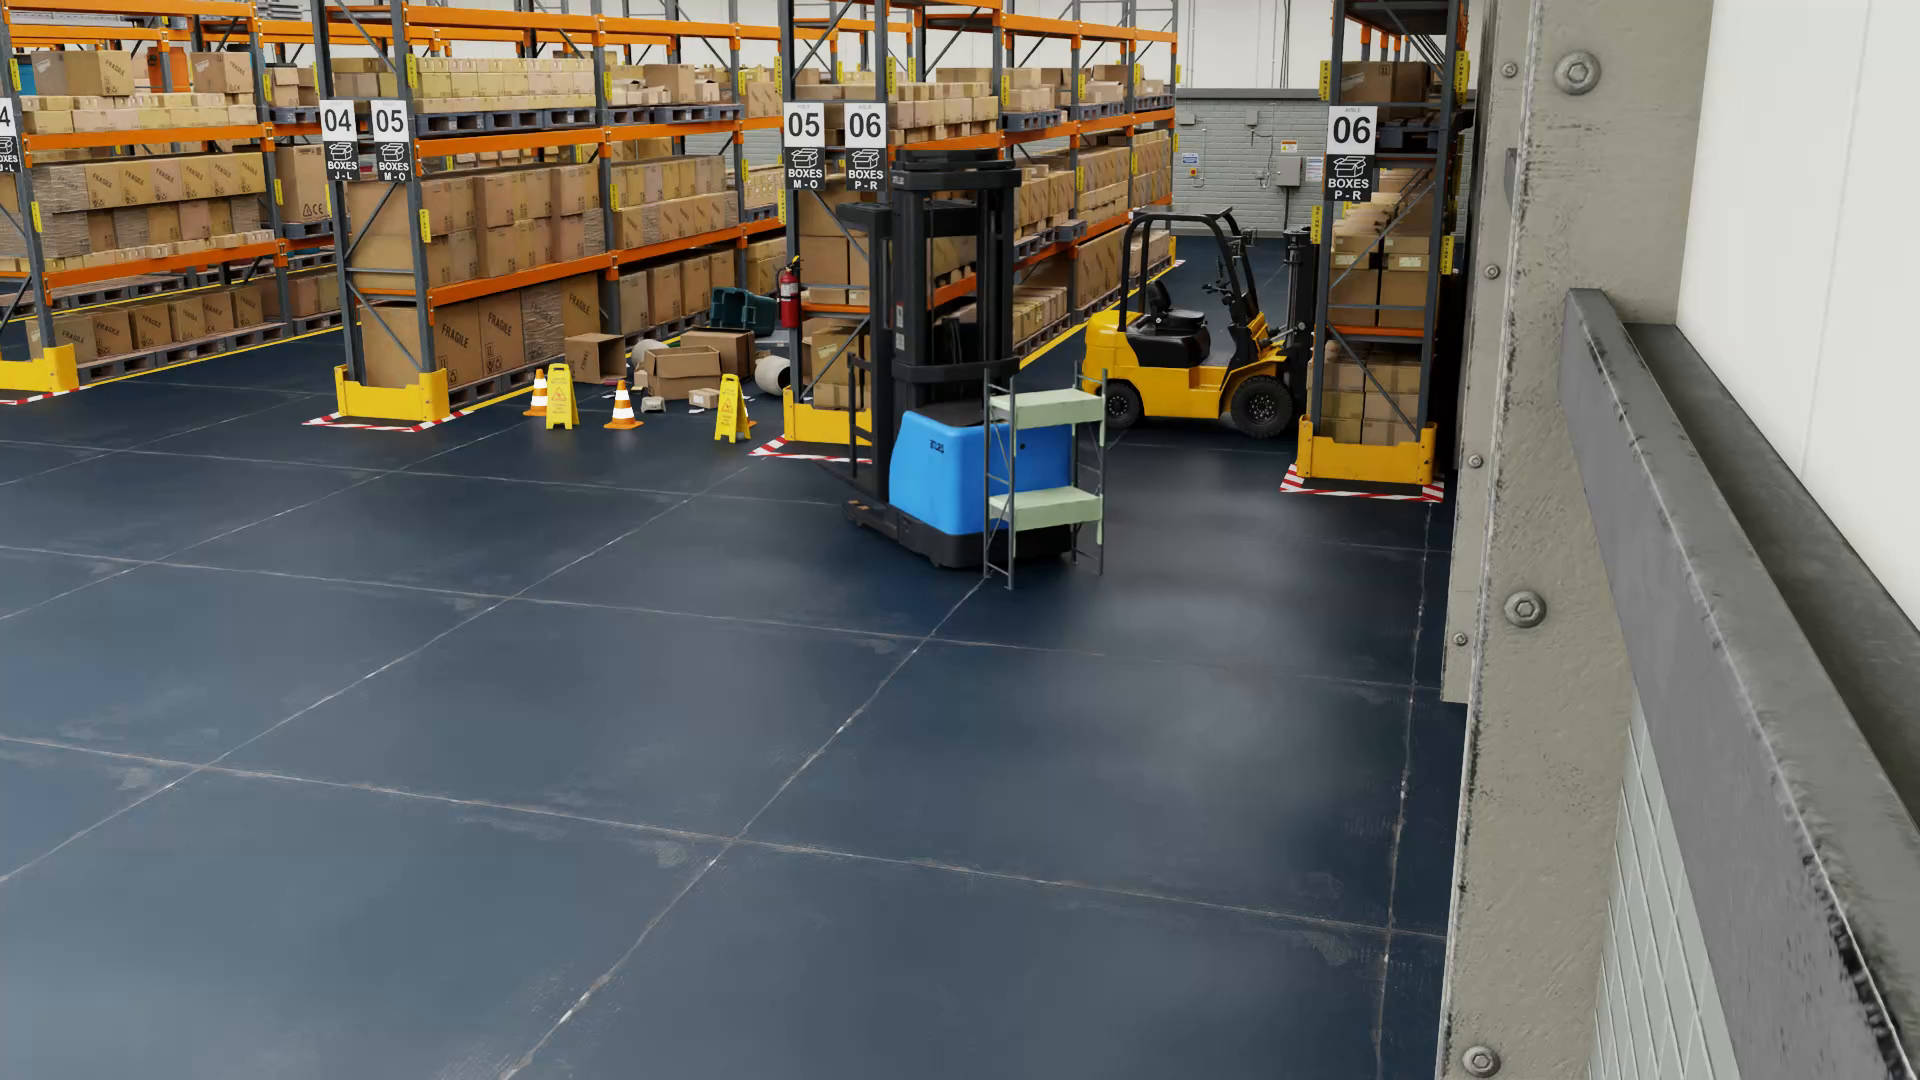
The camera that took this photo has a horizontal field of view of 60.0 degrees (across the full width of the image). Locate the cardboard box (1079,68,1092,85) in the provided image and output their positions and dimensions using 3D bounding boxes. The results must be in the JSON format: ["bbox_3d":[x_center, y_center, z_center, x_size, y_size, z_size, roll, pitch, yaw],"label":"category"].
[{"bbox_3d":[1.732,-7.025,25.649,0.500,0.500,0.500,4,16,15],"label":"cardboard box"}]

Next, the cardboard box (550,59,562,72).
[{"bbox_3d":[-4.801,-5.442,19.069,0.380,0.149,0.250,5,17,17],"label":"cardboard box"}]

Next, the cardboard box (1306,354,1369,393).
[{"bbox_3d":[3.443,-1.521,15.132,0.500,0.250,0.500,5,17,18],"label":"cardboard box"}]

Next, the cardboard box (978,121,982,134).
[{"bbox_3d":[0.034,-4.603,18.525,0.380,0.149,0.250,5,17,17],"label":"cardboard box"}]

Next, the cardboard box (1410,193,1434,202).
[{"bbox_3d":[5.986,-4.368,21.362,0.380,0.149,0.250,5,17,18],"label":"cardboard box"}]

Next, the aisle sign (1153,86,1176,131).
[{"bbox_3d":[3.715,-7.831,30.179,0.394,0.787,0.004,5,16,16],"label":"aisle sign"}]

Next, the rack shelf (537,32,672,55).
[{"bbox_3d":[-6.672,-9.179,30.751,1.077,0.370,4.000,5,16,16],"label":"rack shelf"}]

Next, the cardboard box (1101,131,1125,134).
[{"bbox_3d":[2.649,-7.018,28.869,0.380,0.149,0.250,5,17,16],"label":"cardboard box"}]

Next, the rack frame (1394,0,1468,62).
[{"bbox_3d":[7.021,-8.042,24.690,1.000,3.000,0.127,5,16,16],"label":"rack frame"}]

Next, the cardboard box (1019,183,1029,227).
[{"bbox_3d":[0.537,-4.071,20.188,0.500,0.500,0.500,5,16,16],"label":"cardboard box"}]

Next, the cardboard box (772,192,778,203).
[{"bbox_3d":[-3.029,-5.314,25.760,0.380,0.149,0.250,5,17,18],"label":"cardboard box"}]

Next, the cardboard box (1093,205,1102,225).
[{"bbox_3d":[1.788,-4.802,24.537,0.500,0.250,0.500,5,17,18],"label":"cardboard box"}]

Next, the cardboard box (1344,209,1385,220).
[{"bbox_3d":[4.149,-3.303,17.061,0.380,0.149,0.250,5,17,17],"label":"cardboard box"}]

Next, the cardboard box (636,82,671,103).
[{"bbox_3d":[-4.052,-5.906,21.950,0.396,0.266,0.258,5,16,16],"label":"cardboard box"}]

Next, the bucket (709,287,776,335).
[{"bbox_3d":[-2.615,-2.746,20.227,0.726,0.611,0.620,11,9,35],"label":"bucket"}]

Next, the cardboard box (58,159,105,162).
[{"bbox_3d":[-10.450,-4.266,19.811,0.500,0.500,0.500,5,16,16],"label":"cardboard box"}]

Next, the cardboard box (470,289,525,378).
[{"bbox_3d":[-5.546,-2.350,18.742,0.875,0.875,0.875,4,16,15],"label":"cardboard box"}]

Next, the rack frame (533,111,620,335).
[{"bbox_3d":[-4.787,-3.804,20.743,1.000,3.000,0.127,5,16,16],"label":"rack frame"}]

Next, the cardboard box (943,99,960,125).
[{"bbox_3d":[-0.311,-4.426,17.168,0.500,0.250,0.500,5,17,17],"label":"cardboard box"}]

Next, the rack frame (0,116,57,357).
[{"bbox_3d":[-10.651,-3.168,18.503,1.000,3.000,0.127,5,16,16],"label":"rack frame"}]

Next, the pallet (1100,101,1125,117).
[{"bbox_3d":[2.048,-6.647,25.620,0.805,0.209,1.217,4,16,14],"label":"pallet"}]

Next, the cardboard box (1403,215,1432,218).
[{"bbox_3d":[4.552,-3.126,16.438,0.380,0.149,0.250,4,16,15],"label":"cardboard box"}]

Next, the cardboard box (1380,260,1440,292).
[{"bbox_3d":[4.145,-2.310,15.294,0.500,0.500,0.500,5,17,18],"label":"cardboard box"}]

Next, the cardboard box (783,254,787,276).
[{"bbox_3d":[-2.924,-4.282,26.239,0.500,0.500,0.500,4,16,14],"label":"cardboard box"}]

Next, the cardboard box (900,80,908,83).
[{"bbox_3d":[-1.264,-8.415,30.861,0.500,0.250,0.500,4,16,14],"label":"cardboard box"}]

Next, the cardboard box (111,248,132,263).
[{"bbox_3d":[-10.037,-3.364,19.652,0.380,0.149,0.250,5,16,16],"label":"cardboard box"}]

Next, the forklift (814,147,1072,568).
[{"bbox_3d":[-0.289,-1.565,12.977,1.130,2.935,3.031,-8,18,-26],"label":"forklift"}]

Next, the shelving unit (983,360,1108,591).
[{"bbox_3d":[0.595,-0.463,11.712,0.755,1.500,0.431,-8,18,-26],"label":"shelving unit"}]

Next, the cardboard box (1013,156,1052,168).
[{"bbox_3d":[1.020,-5.178,23.571,0.500,0.500,0.500,4,16,14],"label":"cardboard box"}]

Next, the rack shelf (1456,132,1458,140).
[{"bbox_3d":[6.453,-5.729,23.353,1.077,0.370,4.000,5,16,16],"label":"rack shelf"}]

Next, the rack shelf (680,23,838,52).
[{"bbox_3d":[-3.082,-7.721,25.612,1.077,0.370,4.000,5,16,16],"label":"rack shelf"}]

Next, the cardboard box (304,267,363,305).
[{"bbox_3d":[-9.007,-3.653,23.985,0.700,0.500,0.500,3,16,11],"label":"cardboard box"}]

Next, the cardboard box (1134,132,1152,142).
[{"bbox_3d":[3.050,-6.840,28.244,0.380,0.149,0.250,5,16,16],"label":"cardboard box"}]

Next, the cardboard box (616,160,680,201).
[{"bbox_3d":[-4.219,-4.862,22.459,0.700,0.500,0.500,4,16,15],"label":"cardboard box"}]

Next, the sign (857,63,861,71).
[{"bbox_3d":[-1.897,-8.849,31.432,0.100,0.325,0.005,5,16,16],"label":"sign"}]

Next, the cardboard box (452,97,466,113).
[{"bbox_3d":[-5.376,-4.527,17.303,0.380,0.149,0.250,5,16,16],"label":"cardboard box"}]

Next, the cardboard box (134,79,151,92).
[{"bbox_3d":[-16.221,-8.928,32.669,0.500,0.250,0.500,5,16,16],"label":"cardboard box"}]

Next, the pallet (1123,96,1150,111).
[{"bbox_3d":[2.504,-7.153,27.217,1.003,0.211,1.213,5,16,16],"label":"pallet"}]

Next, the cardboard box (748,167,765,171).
[{"bbox_3d":[-3.361,-5.924,26.820,0.380,0.149,0.250,4,16,15],"label":"cardboard box"}]

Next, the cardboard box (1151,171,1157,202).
[{"bbox_3d":[3.086,-6.086,28.605,0.500,0.500,0.500,5,17,18],"label":"cardboard box"}]

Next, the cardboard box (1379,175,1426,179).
[{"bbox_3d":[6.299,-4.956,23.851,0.700,0.500,0.500,5,16,16],"label":"cardboard box"}]

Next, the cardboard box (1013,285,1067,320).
[{"bbox_3d":[0.954,-3.284,22.956,0.950,0.372,0.625,3,16,12],"label":"cardboard box"}]

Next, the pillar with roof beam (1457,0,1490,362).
[{"bbox_3d":[2.251,-6.918,20.729,9.100,9.000,0.400,5,16,16],"label":"pillar with roof beam"}]

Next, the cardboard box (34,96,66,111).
[{"bbox_3d":[-10.184,-4.846,18.463,0.380,0.149,0.250,5,17,17],"label":"cardboard box"}]

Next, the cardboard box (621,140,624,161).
[{"bbox_3d":[-6.782,-7.415,31.829,0.500,0.500,0.500,4,16,14],"label":"cardboard box"}]

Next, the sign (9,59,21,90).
[{"bbox_3d":[-10.130,-4.990,17.826,0.100,0.325,0.005,5,16,16],"label":"sign"}]

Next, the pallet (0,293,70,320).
[{"bbox_3d":[-14.077,-3.466,24.662,1.003,0.211,1.213,5,16,16],"label":"pallet"}]

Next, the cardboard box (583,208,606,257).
[{"bbox_3d":[-4.881,-3.779,20.379,0.875,0.550,0.550,5,16,16],"label":"cardboard box"}]

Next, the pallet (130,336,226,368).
[{"bbox_3d":[-10.016,-2.375,20.815,1.003,0.211,1.213,5,16,16],"label":"pallet"}]

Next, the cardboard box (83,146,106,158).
[{"bbox_3d":[-16.842,-7.759,32.671,0.500,0.500,0.500,5,17,16],"label":"cardboard box"}]

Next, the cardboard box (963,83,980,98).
[{"bbox_3d":[-0.001,-4.839,17.896,0.380,0.149,0.250,5,17,18],"label":"cardboard box"}]

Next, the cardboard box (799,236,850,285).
[{"bbox_3d":[-1.259,-2.755,16.316,0.500,0.500,0.500,4,16,15],"label":"cardboard box"}]

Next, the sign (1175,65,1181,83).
[{"bbox_3d":[3.914,-8.371,29.871,0.100,0.325,0.005,5,16,16],"label":"sign"}]
